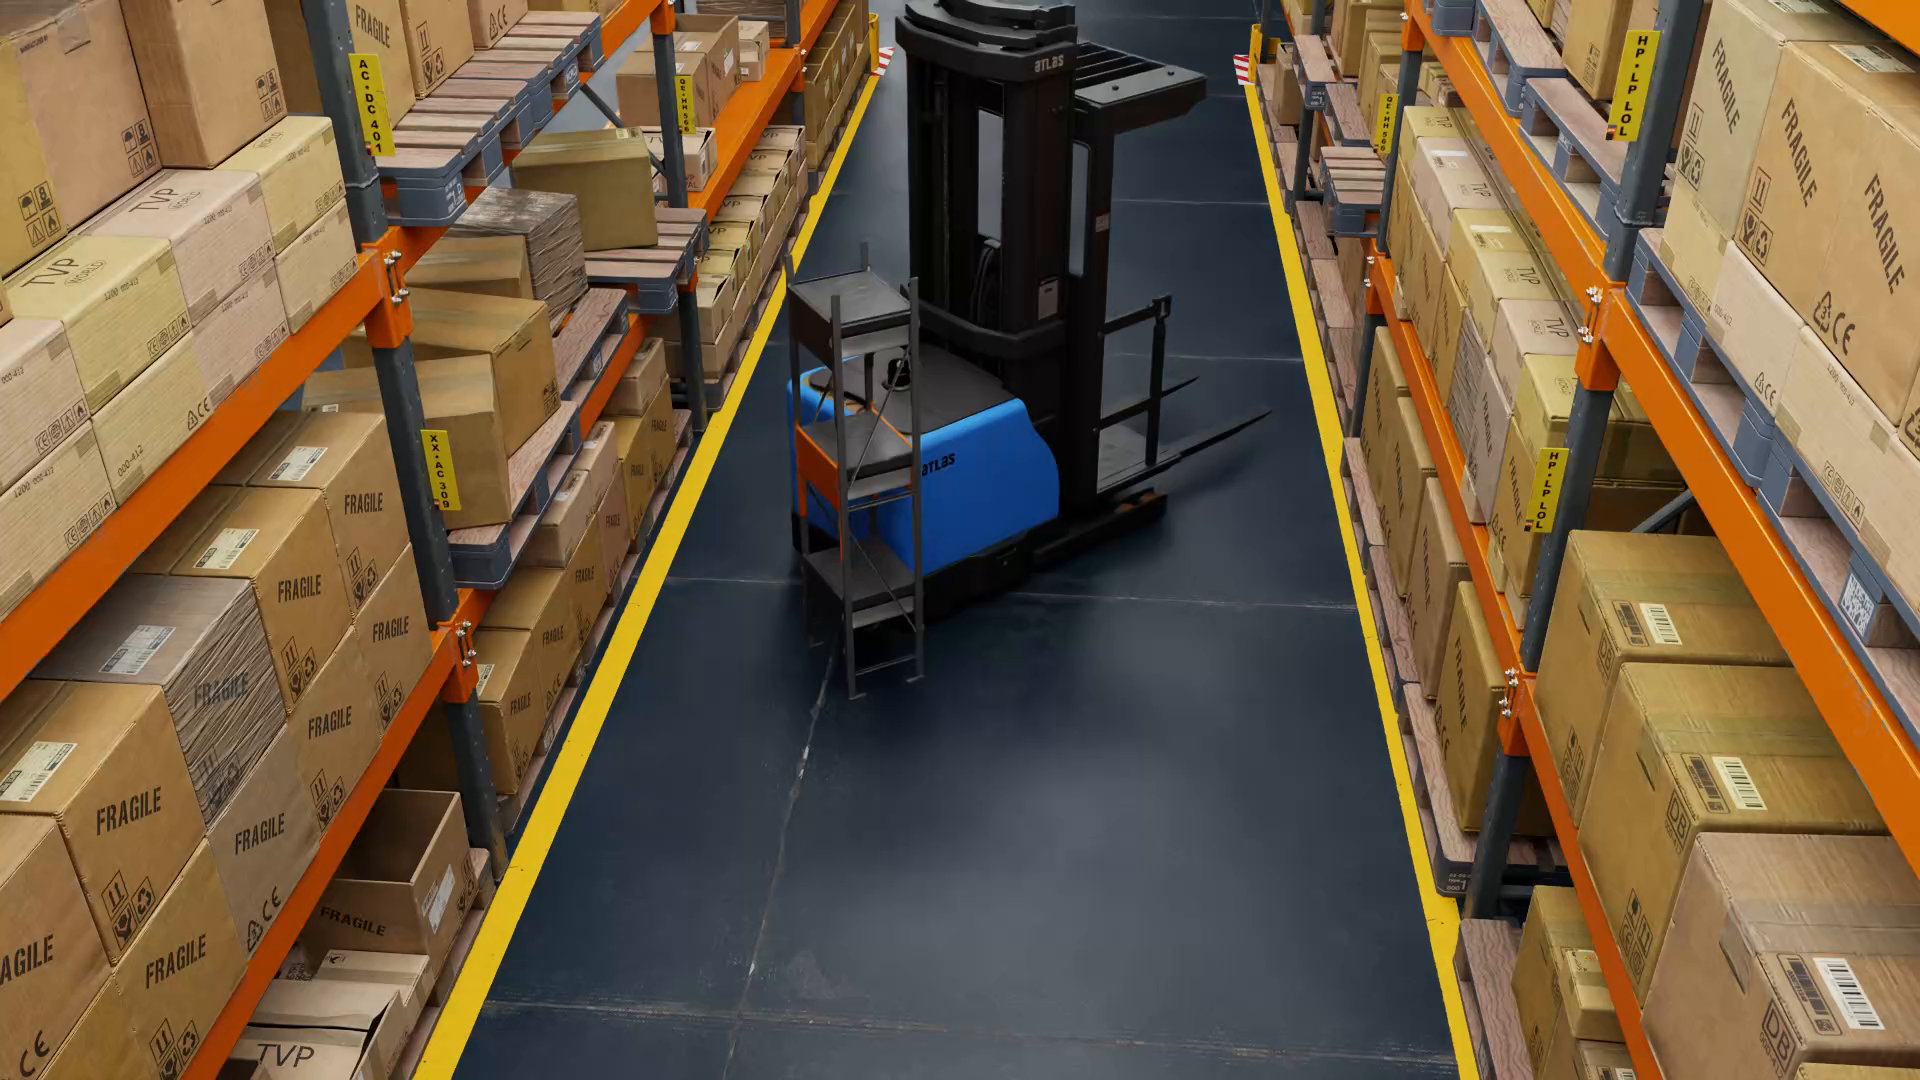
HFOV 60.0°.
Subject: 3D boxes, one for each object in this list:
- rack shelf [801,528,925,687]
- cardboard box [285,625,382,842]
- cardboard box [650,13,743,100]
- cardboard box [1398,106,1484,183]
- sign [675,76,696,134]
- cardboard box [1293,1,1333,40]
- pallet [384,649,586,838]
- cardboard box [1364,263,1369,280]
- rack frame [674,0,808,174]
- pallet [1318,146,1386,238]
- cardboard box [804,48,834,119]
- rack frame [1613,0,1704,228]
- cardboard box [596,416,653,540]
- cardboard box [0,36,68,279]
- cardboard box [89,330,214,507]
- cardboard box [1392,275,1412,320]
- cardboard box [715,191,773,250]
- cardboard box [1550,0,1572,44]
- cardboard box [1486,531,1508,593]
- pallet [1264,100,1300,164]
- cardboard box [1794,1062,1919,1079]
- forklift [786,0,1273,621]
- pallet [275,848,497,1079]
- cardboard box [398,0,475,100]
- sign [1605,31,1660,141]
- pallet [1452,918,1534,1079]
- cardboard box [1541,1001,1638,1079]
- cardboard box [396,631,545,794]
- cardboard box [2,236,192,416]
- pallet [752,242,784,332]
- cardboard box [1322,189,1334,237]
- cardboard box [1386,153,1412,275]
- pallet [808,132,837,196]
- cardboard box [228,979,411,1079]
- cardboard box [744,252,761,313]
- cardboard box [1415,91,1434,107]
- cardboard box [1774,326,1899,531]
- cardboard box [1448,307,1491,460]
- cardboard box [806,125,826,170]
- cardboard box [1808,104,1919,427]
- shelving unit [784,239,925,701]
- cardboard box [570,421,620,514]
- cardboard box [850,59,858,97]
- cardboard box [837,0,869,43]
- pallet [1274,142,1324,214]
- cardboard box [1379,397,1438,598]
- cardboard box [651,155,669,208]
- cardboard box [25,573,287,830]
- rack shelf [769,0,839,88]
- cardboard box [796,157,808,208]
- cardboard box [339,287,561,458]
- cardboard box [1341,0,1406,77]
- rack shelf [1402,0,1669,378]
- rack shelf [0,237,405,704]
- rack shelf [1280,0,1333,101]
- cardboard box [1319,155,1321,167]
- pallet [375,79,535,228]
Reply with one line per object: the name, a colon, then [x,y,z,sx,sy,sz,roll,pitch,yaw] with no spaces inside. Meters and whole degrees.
rack shelf: [-0.473,0.323,8.084,0.431,0.518,0.480,-16,35,-24]
cardboard box: [-2.233,0.601,5.321,0.500,0.500,0.500,3,32,5]
cardboard box: [-1.878,-3.448,11.891,0.500,0.500,0.500,5,32,8]
cardboard box: [2.559,-2.036,8.583,0.500,0.250,0.500,3,32,5]
sign: [-1.540,-2.431,9.308,0.100,0.325,0.005,2,32,4]
cardboard box: [2.918,-4.078,13.132,0.500,0.250,0.500,3,32,4]
pallet: [-2.379,0.861,7.651,1.003,0.211,1.213,2,32,4]
cardboard box: [3.020,-1.547,10.865,0.700,0.500,0.500,2,32,4]
rack frame: [-1.756,-4.082,13.015,1.000,3.000,0.127,2,32,4]
pallet: [2.808,-2.076,9.943,1.213,0.211,1.003,2,32,4]
cardboard box: [-1.374,-3.900,14.226,0.500,0.500,0.500,2,32,4]
rack frame: [2.530,-2.243,4.313,1.000,3.000,0.127,2,32,4]
cardboard box: [-1.967,-0.344,8.912,0.500,0.500,0.500,1,32,2]
cardboard box: [-2.626,-0.871,3.897,0.700,0.500,0.500,2,32,4]
cardboard box: [-2.265,-0.324,4.200,0.500,0.250,0.500,2,32,4]
cardboard box: [2.463,-1.253,8.645,0.380,0.149,0.250,3,32,5]
cardboard box: [-1.627,-2.309,11.824,0.500,0.311,0.500,2,32,3]
cardboard box: [2.797,-2.205,6.594,0.700,0.500,0.500,2,32,4]
cardboard box: [2.272,0.087,6.470,0.380,0.149,0.250,3,32,5]
pallet: [3.298,-3.678,15.017,1.003,0.211,1.213,2,32,4]
cardboard box: [2.284,1.627,3.466,0.980,0.700,0.700,2,32,4]
forklift: [0.540,-1.475,8.850,3.031,2.935,1.130,-24,39,-34]
pallet: [-2.464,1.647,6.376,1.003,0.211,1.213,2,32,4]
cardboard box: [-2.261,-2.050,6.268,0.600,0.600,0.600,2,32,3]
sign: [1.988,-1.338,4.911,0.100,0.325,0.005,2,32,4]
pallet: [2.390,1.892,5.978,1.003,0.211,1.213,2,32,4]
cardboard box: [2.323,1.845,5.379,0.700,0.500,0.500,2,32,3]
cardboard box: [-2.125,0.735,7.161,0.500,0.500,0.500,1,32,2]
cardboard box: [-2.264,-0.536,4.069,0.500,0.250,0.500,2,32,4]
pallet: [-1.874,-1.868,12.081,1.003,0.211,1.213,2,32,4]
cardboard box: [3.138,-2.610,12.589,0.700,0.500,0.500,3,32,6]
cardboard box: [2.561,-1.716,8.777,0.500,0.500,0.500,3,32,5]
pallet: [-1.650,-3.309,14.418,1.003,0.211,1.213,2,32,4]
cardboard box: [-2.232,1.761,5.677,0.500,0.311,0.500,2,32,4]
cardboard box: [-1.670,-1.795,11.524,0.500,0.250,0.500,2,32,3]
cardboard box: [2.884,-2.257,9.538,0.700,0.500,0.500,-1,32,-2]
cardboard box: [2.121,-0.239,3.567,0.500,0.250,0.500,2,32,3]
cardboard box: [2.397,-0.649,7.046,0.500,0.500,0.500,3,32,4]
cardboard box: [-1.416,-3.320,13.998,0.500,0.250,0.500,2,32,4]
cardboard box: [2.122,-0.555,3.364,0.500,0.500,0.500,3,32,4]
shelving unit: [-0.473,-0.284,7.709,0.431,2.100,0.503,-16,35,-24]
cardboard box: [-2.004,-0.369,8.238,0.500,0.250,0.500,2,32,3]
cardboard box: [-1.247,-4.365,15.695,0.500,0.250,0.500,2,32,4]
cardboard box: [-1.178,-5.208,16.348,0.500,0.500,0.500,2,32,4]
pallet: [3.201,-3.038,13.979,1.003,0.211,1.213,2,32,4]
cardboard box: [2.587,-0.208,8.377,0.750,0.750,0.750,2,32,4]
cardboard box: [-2.009,-2.141,9.950,0.500,0.311,0.500,4,32,7]
cardboard box: [-2.271,0.440,4.629,0.500,0.500,0.500,3,32,4]
rack shelf: [-1.593,-4.822,14.901,1.077,0.370,4.000,2,32,4]
cardboard box: [-1.501,-2.861,13.254,0.500,0.250,0.500,2,32,4]
cardboard box: [-2.153,-0.721,7.065,0.700,0.500,0.500,7,32,12]
cardboard box: [3.053,-3.546,11.630,0.700,0.500,0.500,6,32,9]
rack shelf: [2.693,-1.706,6.985,1.077,0.370,4.000,2,32,4]
rack shelf: [-2.570,0.176,3.932,1.077,0.370,4.000,2,32,4]
rack shelf: [3.344,-4.612,14.560,1.077,0.370,4.000,2,32,4]
cardboard box: [3.195,-3.135,13.759,0.380,0.166,0.250,-2,32,-2]
pallet: [-2.284,-1.434,6.038,1.213,0.211,1.003,2,32,4]
